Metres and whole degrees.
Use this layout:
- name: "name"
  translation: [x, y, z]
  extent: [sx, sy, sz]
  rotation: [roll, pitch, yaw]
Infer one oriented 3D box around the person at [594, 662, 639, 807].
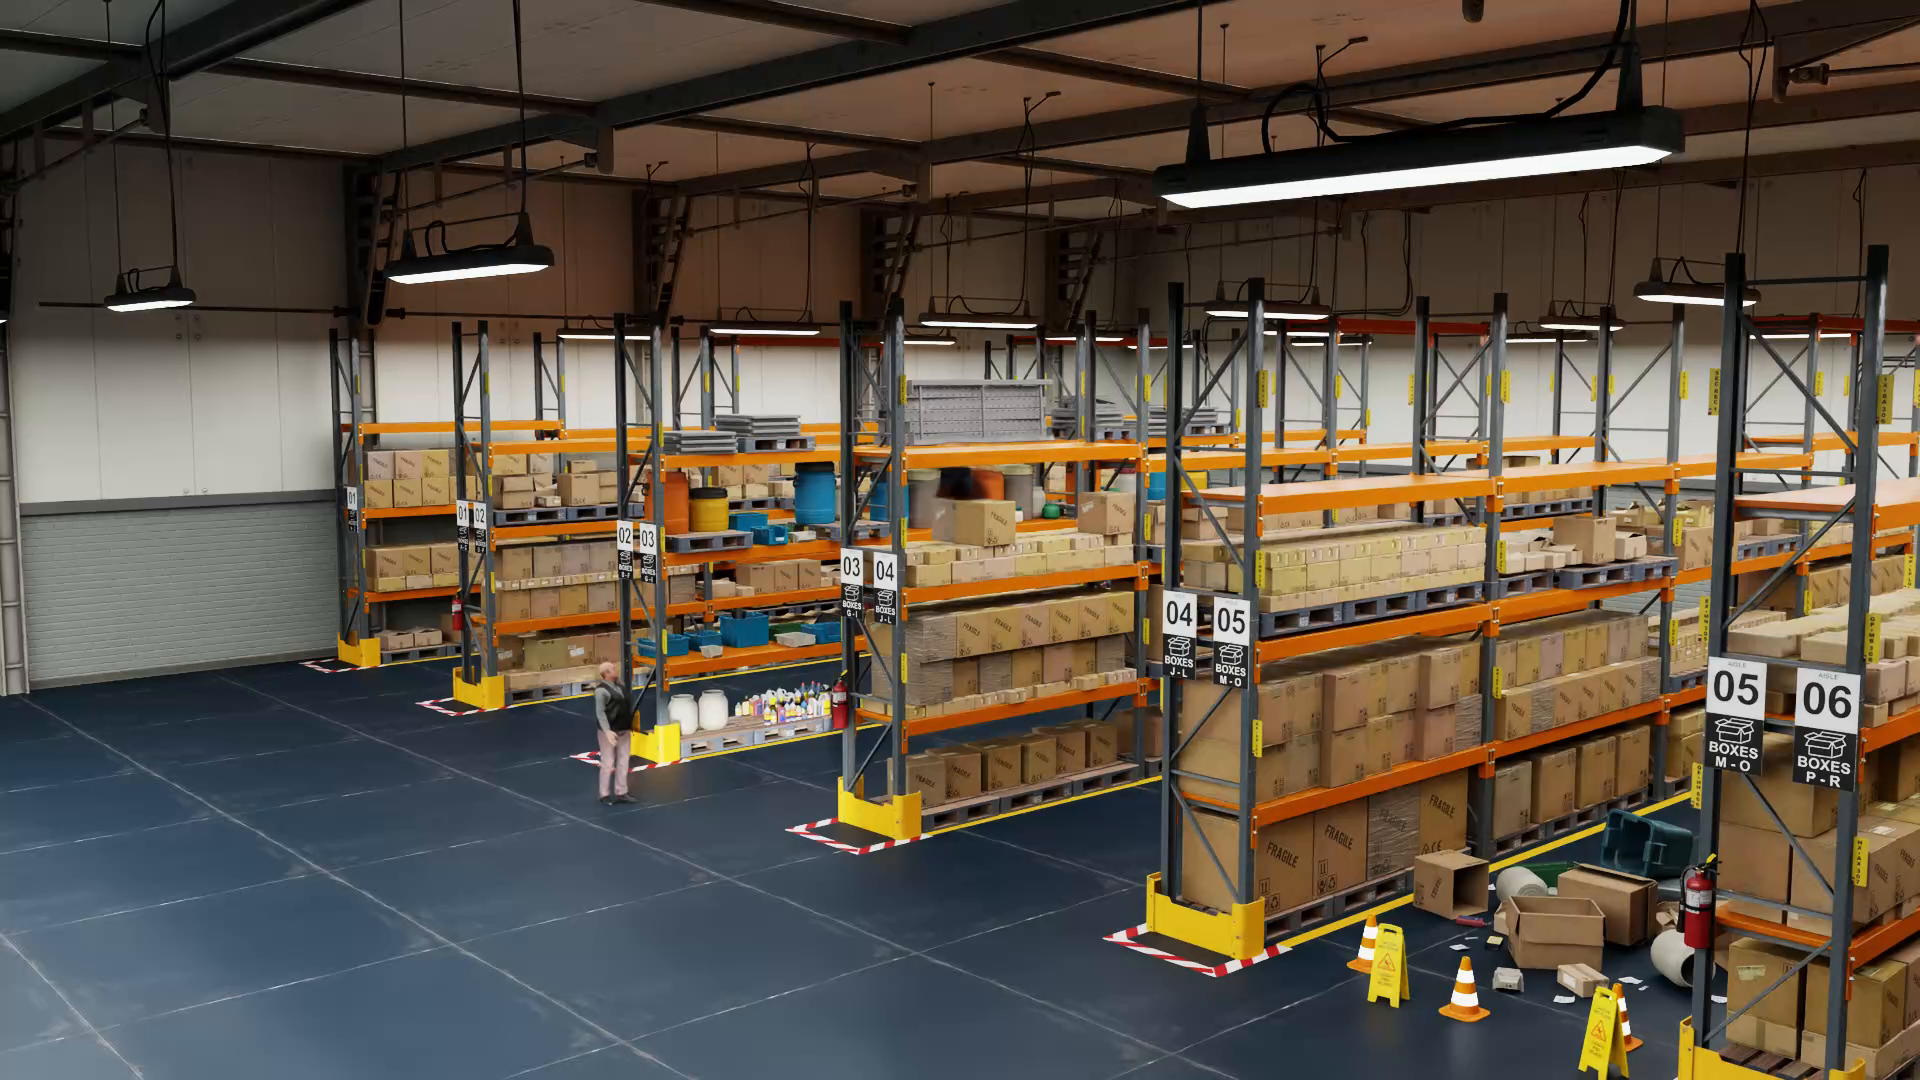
- name: "person"
  translation: [-4.155, 2.333, 20.075]
  extent: [0.516, 1.730, 0.578]
  rotation: [4, 7, 37]
